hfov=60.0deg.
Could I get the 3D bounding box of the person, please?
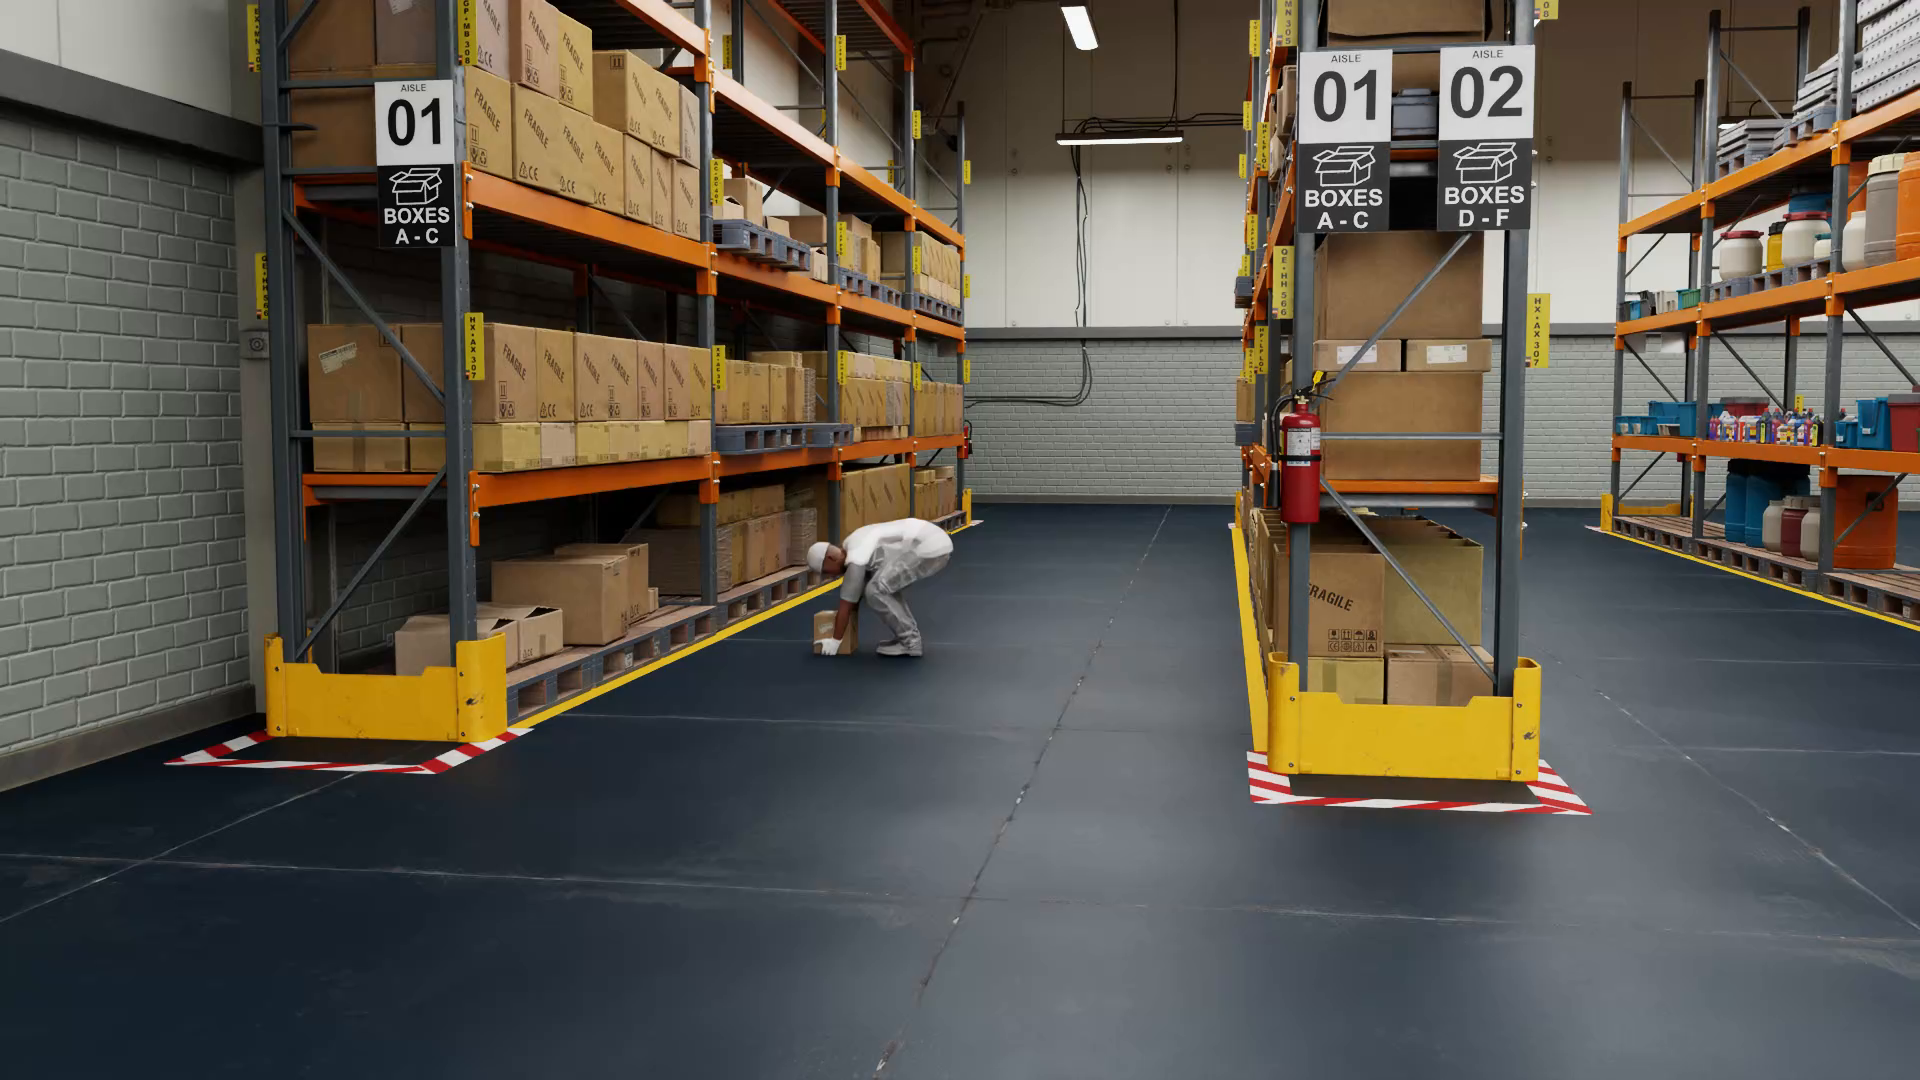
[{"bbox_3d":[-0.547,0.273,11.150,0.981,0.973,0.517,0,4,6],"label":"person"}]
